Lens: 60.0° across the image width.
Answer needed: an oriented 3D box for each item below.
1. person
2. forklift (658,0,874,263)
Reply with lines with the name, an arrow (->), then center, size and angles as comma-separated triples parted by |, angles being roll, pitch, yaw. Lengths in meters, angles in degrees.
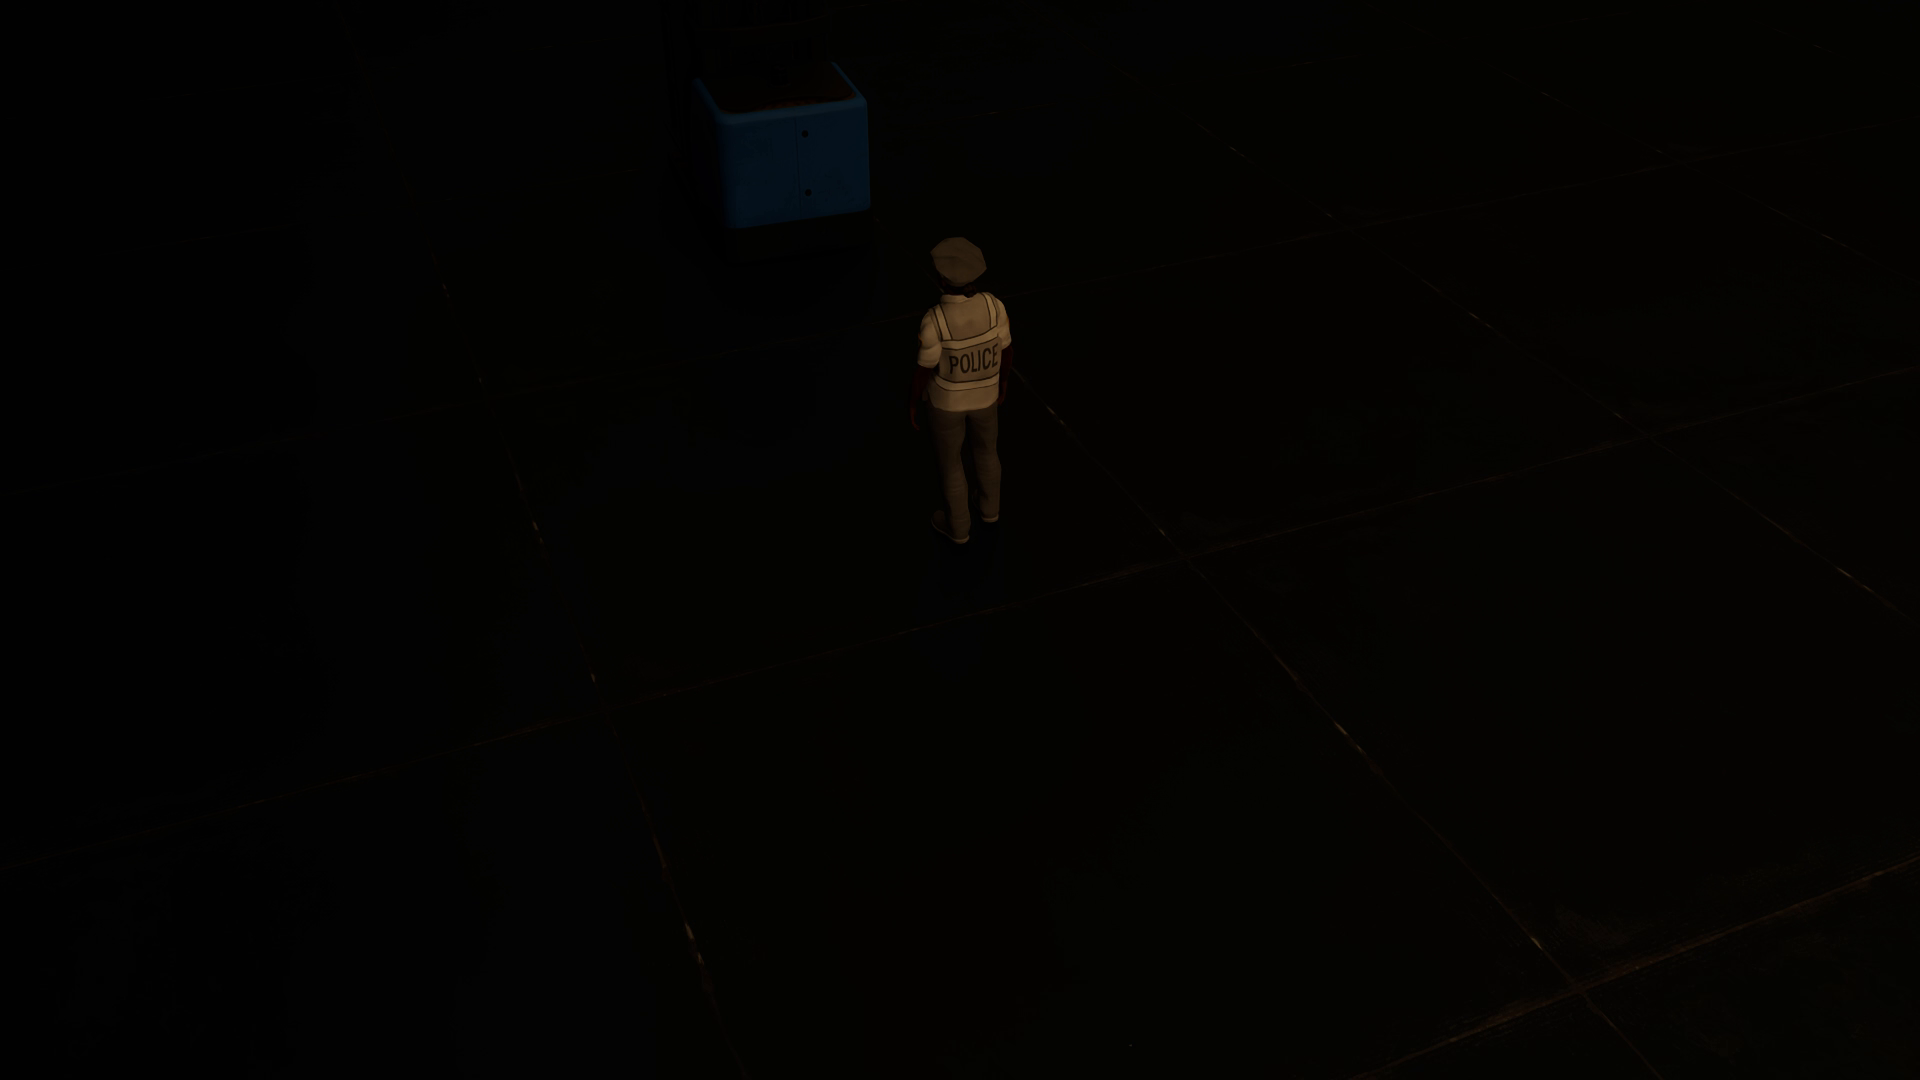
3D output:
person -> -0.011, -0.741, 8.195 | 0.569, 1.695, 0.530 | -14, 38, -19
forklift -> -1.553, -3.898, 11.579 | 1.130, 2.935, 3.031 | -11, 37, -16
